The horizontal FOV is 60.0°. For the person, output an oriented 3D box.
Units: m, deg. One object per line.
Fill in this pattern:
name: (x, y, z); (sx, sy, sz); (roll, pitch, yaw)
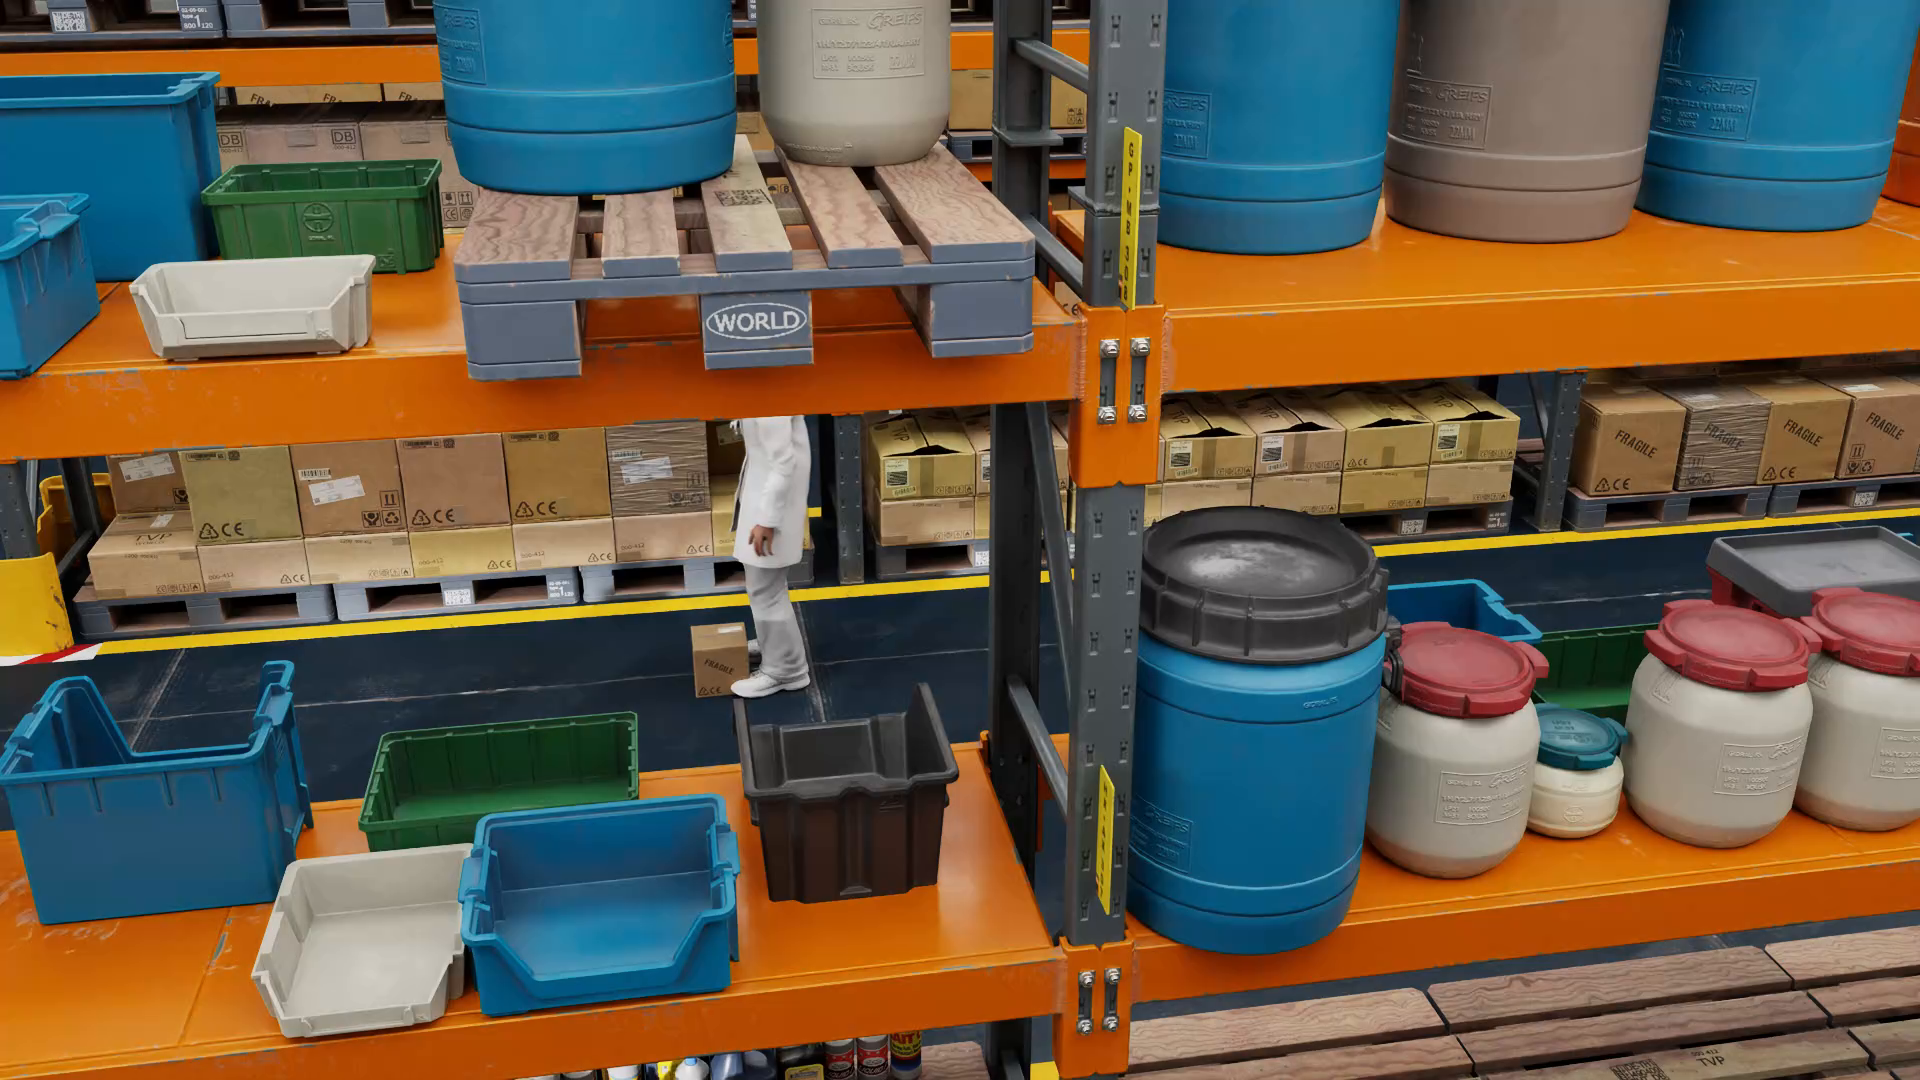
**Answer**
person: (-0.879, -0.160, 7.492); (0.419, 1.775, 0.655); (-5, 24, -12)
